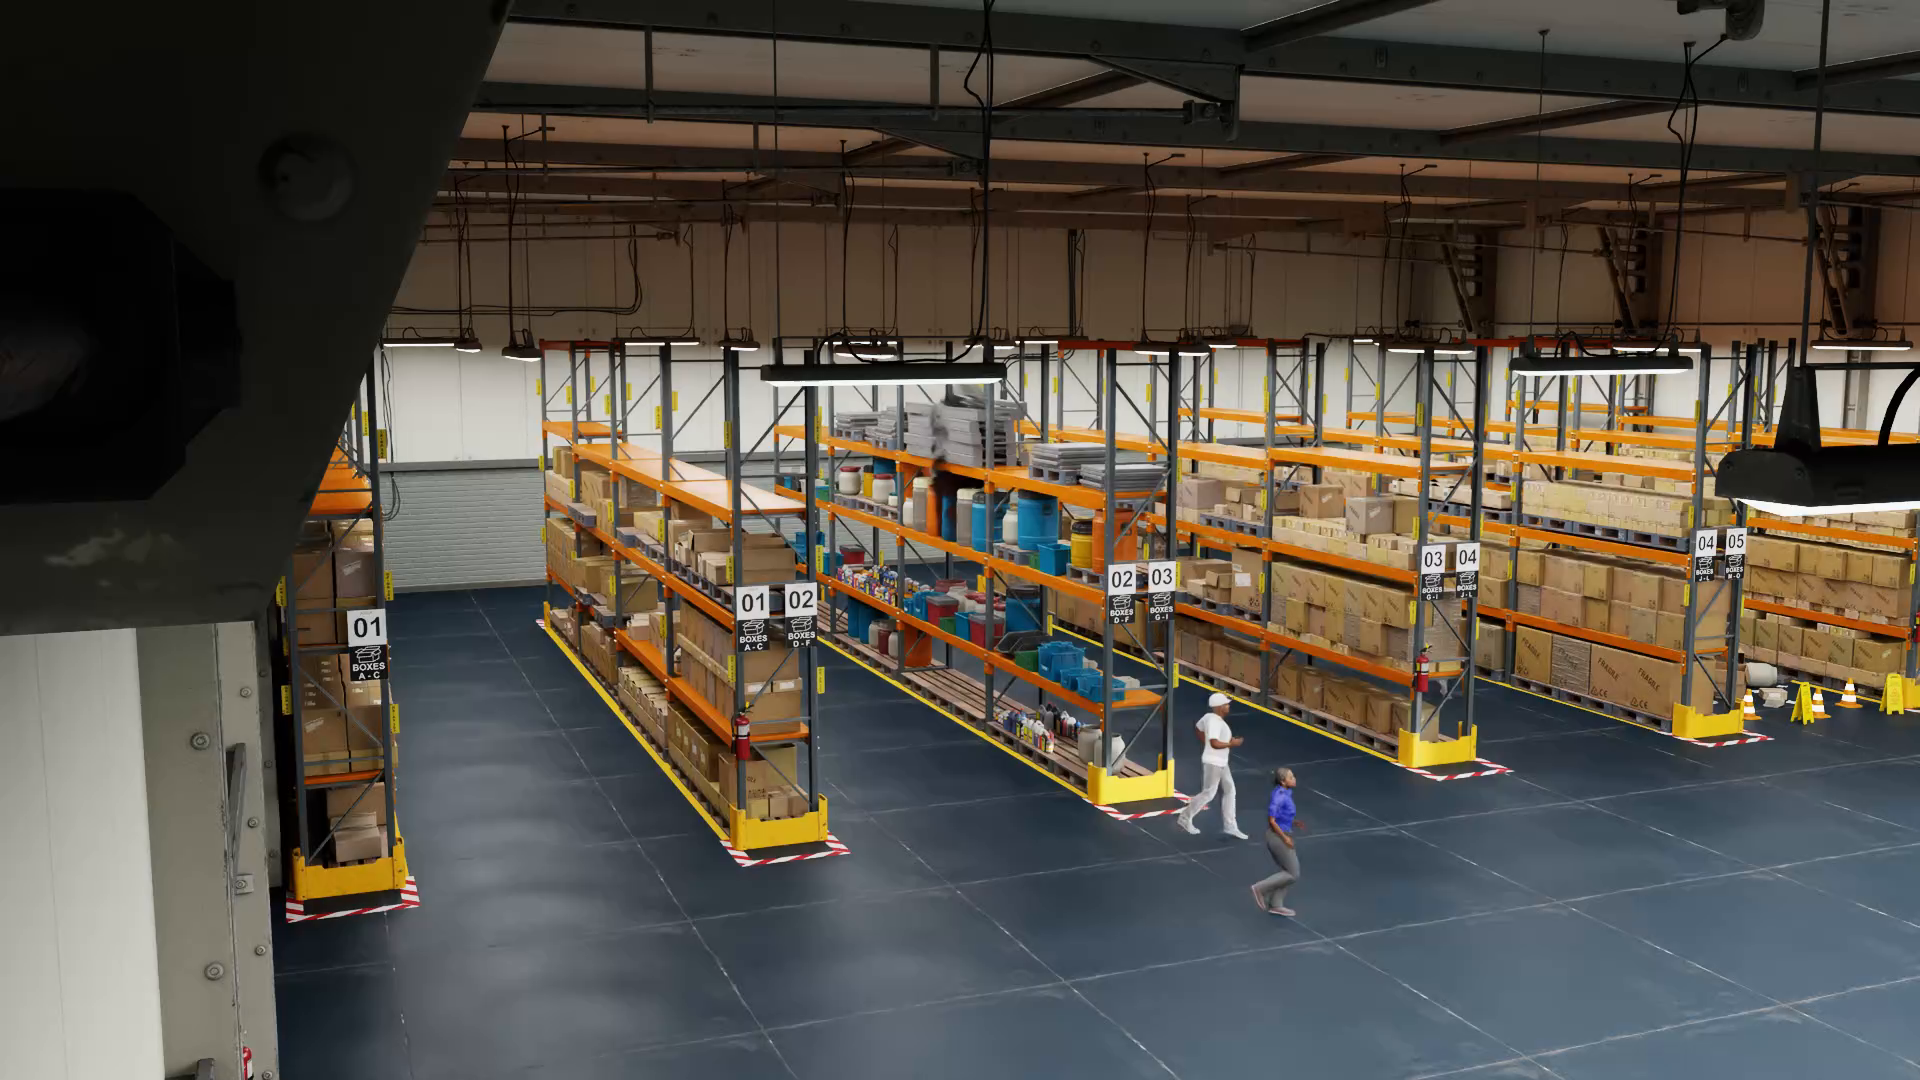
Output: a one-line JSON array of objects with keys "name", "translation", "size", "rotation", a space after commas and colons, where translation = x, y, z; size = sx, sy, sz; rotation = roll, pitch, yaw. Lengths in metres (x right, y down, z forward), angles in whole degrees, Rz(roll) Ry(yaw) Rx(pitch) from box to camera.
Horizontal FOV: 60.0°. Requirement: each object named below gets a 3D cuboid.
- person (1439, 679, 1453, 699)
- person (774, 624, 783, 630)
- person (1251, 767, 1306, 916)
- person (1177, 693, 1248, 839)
[{"name": "person", "translation": [8.073, 1.819, 28.430], "size": [0.622, 1.731, 0.921], "rotation": [-5, 9, -35]}, {"name": "person", "translation": [-3.389, 1.543, 30.022], "size": [0.667, 1.768, 0.954], "rotation": [-4, 8, -28]}, {"name": "person", "translation": [3.426, 3.229, 17.853], "size": [0.595, 1.626, 0.571], "rotation": [1, 7, 6]}, {"name": "person", "translation": [3.165, 2.785, 20.614], "size": [0.872, 1.786, 0.706], "rotation": [2, 8, 15]}]
